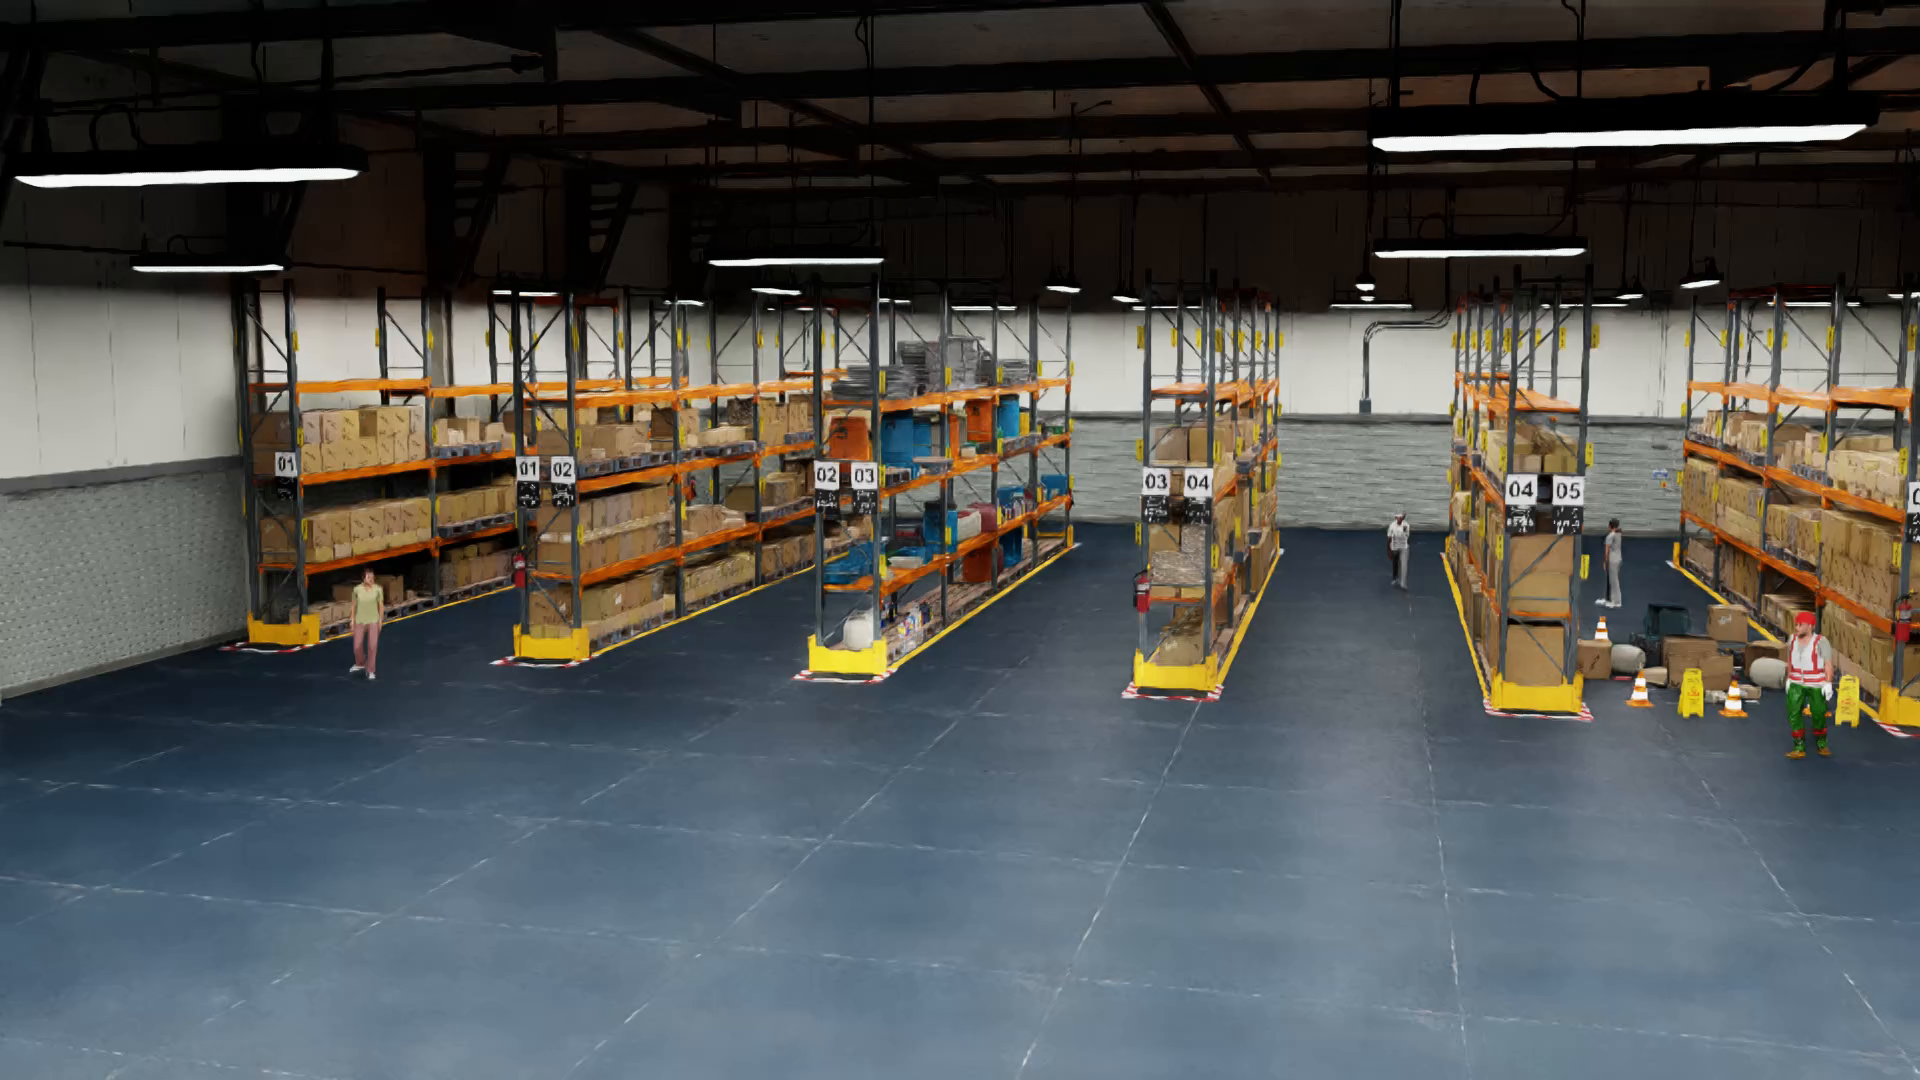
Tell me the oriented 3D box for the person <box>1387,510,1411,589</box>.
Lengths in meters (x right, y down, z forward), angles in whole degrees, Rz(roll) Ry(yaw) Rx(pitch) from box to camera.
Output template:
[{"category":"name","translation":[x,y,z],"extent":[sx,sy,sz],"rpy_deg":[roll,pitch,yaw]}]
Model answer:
[{"category":"person","translation":[8.884,0.165,33.661],"extent":[0.456,1.589,1.088],"rpy_deg":[2,7,16]}]

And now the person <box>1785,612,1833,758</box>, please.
[{"category":"person","translation":[10.235,1.735,20.021],"extent":[0.574,1.775,0.575],"rpy_deg":[-6,9,-39]}]

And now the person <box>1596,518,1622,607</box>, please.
[{"category":"person","translation":[12.248,0.413,31.304],"extent":[0.564,1.659,0.563],"rpy_deg":[6,9,43]}]

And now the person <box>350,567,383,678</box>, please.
[{"category":"person","translation":[-8.862,1.201,24.800],"extent":[0.513,1.629,0.530],"rpy_deg":[-3,7,-21]}]
